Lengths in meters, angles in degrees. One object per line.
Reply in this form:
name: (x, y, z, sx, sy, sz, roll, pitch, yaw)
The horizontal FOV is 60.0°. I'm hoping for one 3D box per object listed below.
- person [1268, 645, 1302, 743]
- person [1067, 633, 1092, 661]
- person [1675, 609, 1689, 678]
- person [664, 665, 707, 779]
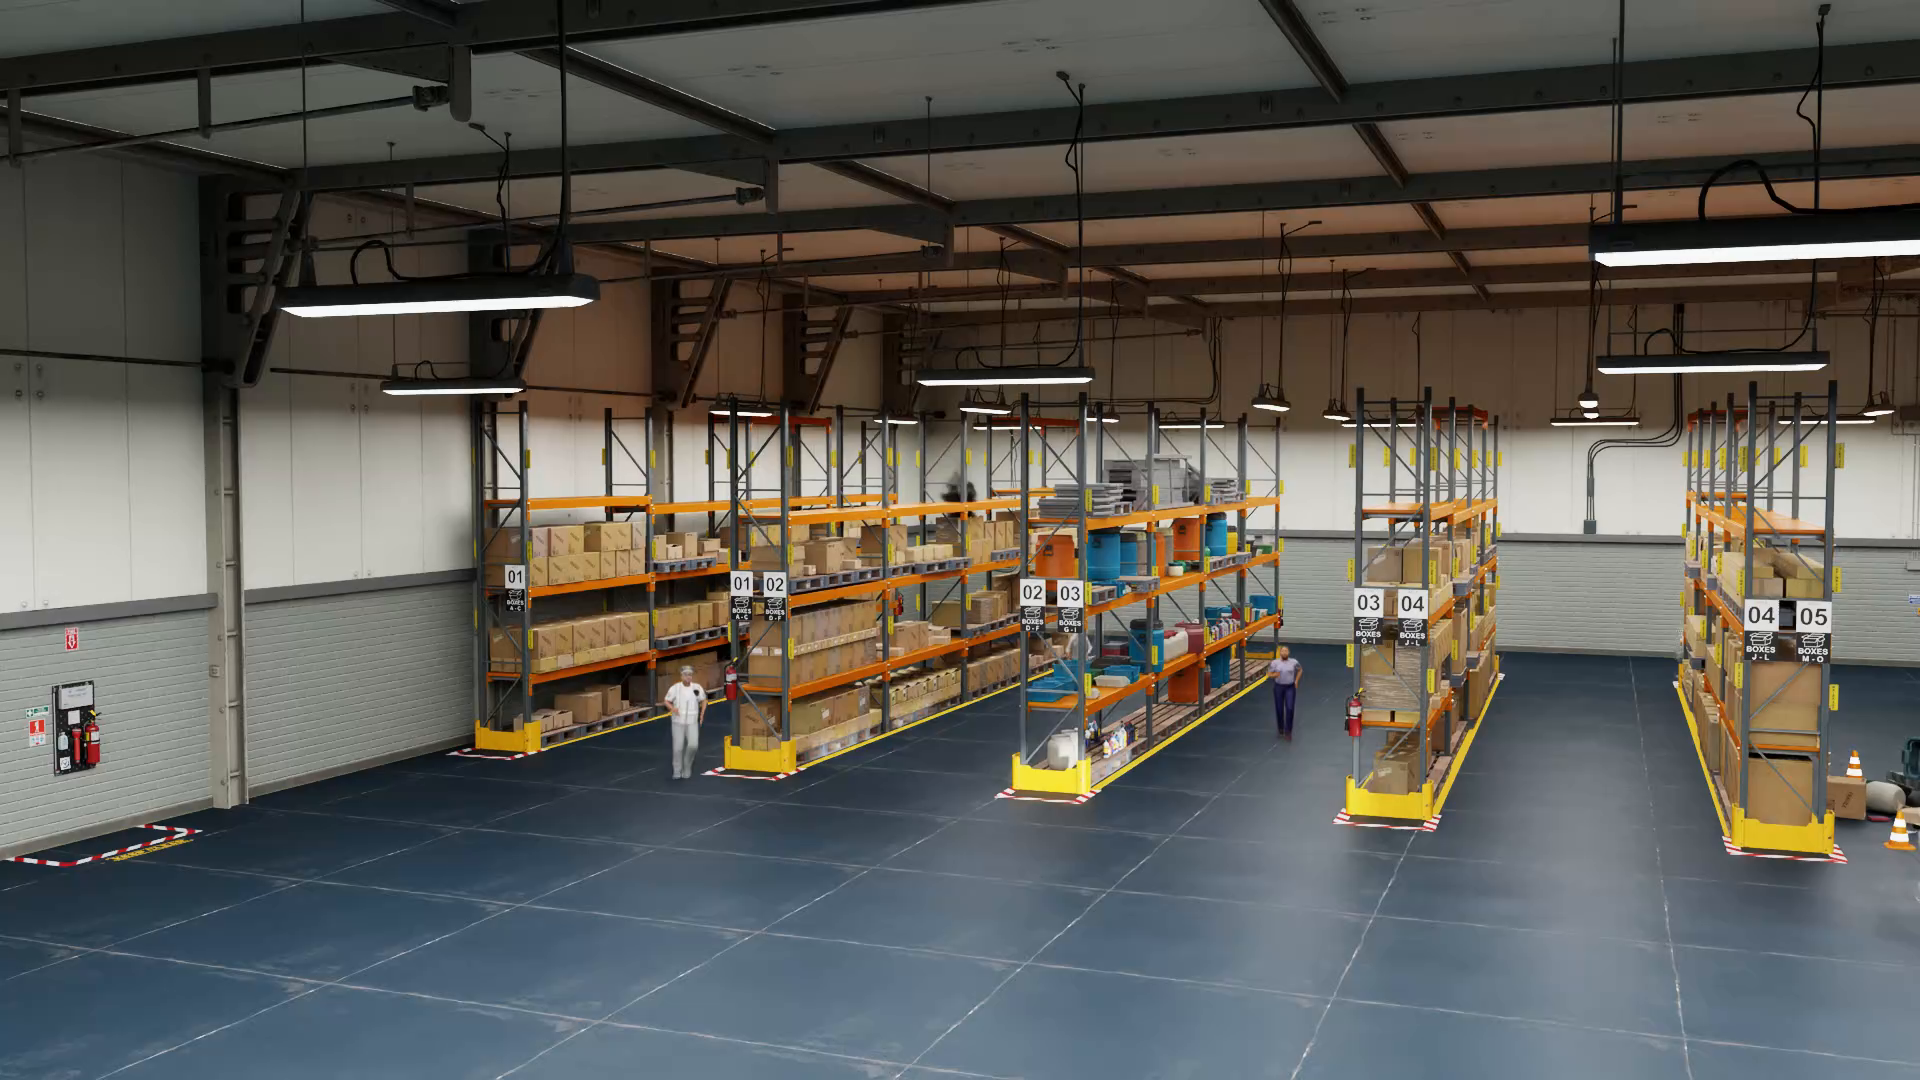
person: (5.798, 2.722, 29.728, 0.596, 1.687, 0.775, 1, 3, 14)
person: (2.490, 2.544, 34.720, 0.538, 1.557, 0.549, 0, 3, 5)
person: (16.555, 2.330, 37.664, 0.587, 1.689, 0.732, 1, 3, 12)
person: (-4.288, 2.856, 26.068, 0.679, 1.778, 0.569, -1, 3, -13)
